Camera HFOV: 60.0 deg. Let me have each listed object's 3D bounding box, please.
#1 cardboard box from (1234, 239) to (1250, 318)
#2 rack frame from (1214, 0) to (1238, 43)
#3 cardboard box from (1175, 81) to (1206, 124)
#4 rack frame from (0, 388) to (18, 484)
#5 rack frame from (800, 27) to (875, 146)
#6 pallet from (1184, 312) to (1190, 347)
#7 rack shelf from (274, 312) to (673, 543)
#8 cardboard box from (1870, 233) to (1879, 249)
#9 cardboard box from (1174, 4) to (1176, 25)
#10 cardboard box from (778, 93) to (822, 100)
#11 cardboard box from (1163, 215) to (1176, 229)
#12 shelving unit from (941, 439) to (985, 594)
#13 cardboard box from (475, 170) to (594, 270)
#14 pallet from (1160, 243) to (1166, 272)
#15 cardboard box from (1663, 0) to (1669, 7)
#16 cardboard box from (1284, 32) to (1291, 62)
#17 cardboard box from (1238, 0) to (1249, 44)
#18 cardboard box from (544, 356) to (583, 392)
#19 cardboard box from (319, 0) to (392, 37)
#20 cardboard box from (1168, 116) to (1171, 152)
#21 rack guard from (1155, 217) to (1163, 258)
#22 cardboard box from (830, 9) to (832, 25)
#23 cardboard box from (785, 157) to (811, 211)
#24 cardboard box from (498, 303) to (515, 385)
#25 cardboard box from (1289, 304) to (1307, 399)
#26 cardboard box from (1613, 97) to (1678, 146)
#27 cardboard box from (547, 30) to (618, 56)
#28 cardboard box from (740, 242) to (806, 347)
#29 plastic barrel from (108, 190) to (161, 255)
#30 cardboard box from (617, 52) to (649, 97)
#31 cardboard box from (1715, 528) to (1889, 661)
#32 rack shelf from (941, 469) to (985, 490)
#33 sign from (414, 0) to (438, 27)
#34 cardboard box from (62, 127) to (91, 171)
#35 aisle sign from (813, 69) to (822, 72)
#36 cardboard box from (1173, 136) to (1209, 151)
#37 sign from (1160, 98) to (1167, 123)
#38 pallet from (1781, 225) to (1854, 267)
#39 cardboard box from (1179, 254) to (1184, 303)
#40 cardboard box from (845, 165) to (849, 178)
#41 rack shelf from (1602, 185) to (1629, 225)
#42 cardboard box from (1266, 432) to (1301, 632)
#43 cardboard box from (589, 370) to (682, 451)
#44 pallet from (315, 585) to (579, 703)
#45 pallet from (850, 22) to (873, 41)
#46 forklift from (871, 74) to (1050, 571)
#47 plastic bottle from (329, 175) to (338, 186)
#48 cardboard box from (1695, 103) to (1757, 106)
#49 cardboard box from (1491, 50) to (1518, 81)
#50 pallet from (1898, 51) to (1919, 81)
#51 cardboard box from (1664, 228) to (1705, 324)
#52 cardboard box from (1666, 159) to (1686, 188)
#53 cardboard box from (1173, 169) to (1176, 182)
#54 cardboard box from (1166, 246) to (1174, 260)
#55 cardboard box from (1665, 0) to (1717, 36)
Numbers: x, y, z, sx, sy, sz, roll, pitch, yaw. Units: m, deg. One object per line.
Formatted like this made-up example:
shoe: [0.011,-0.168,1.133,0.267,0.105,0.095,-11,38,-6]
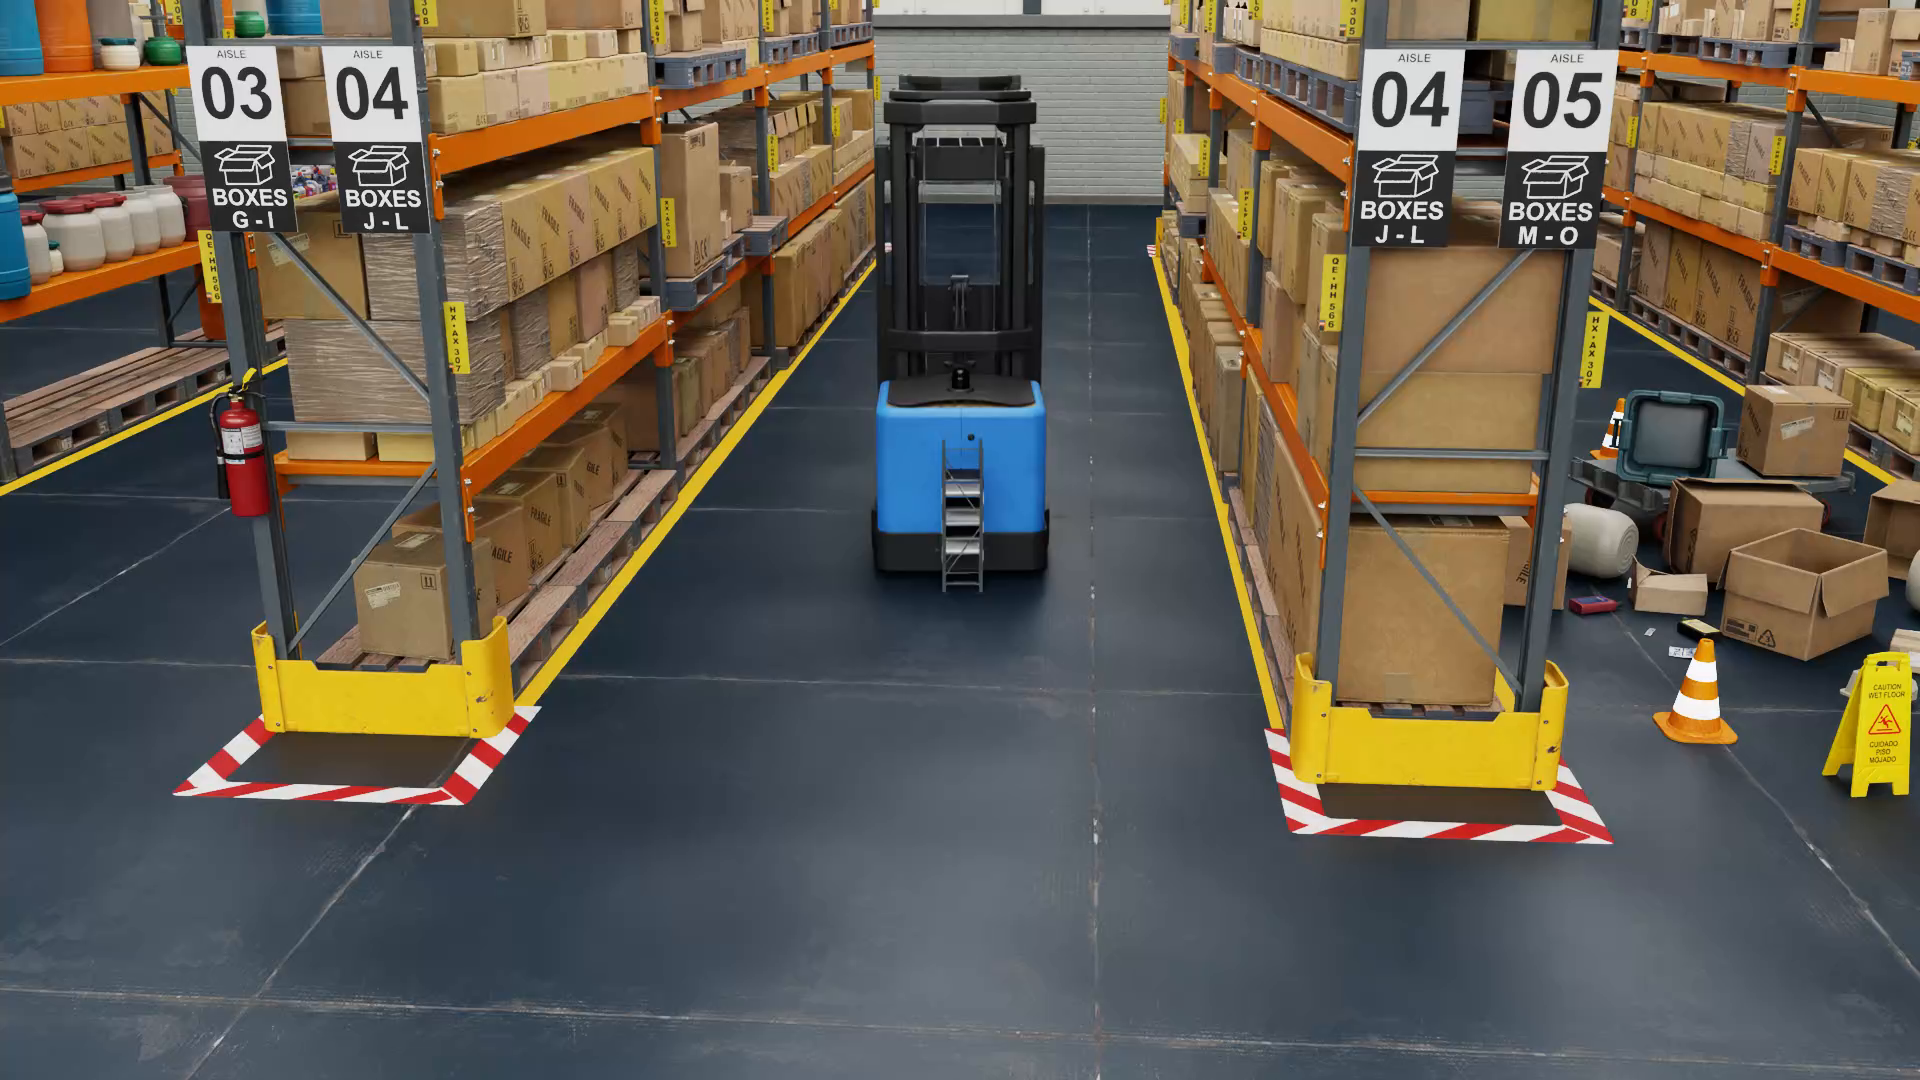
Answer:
cardboard box: [2.185,-1.828,11.523,0.500,0.500,0.500,1,18,4]
rack frame: [2.701,-5.705,13.883,1.000,3.000,0.127,1,18,4]
cardboard box: [2.783,-5.074,19.346,0.500,0.500,0.500,1,18,2]
rack frame: [-7.466,-1.865,11.797,1.000,3.000,0.127,1,18,4]
rack frame: [-1.666,-5.481,22.834,1.000,3.000,0.127,1,18,4]
pallet: [2.848,-2.150,17.145,1.003,0.211,1.213,1,18,4]
rack shelf: [-2.670,-0.791,9.676,1.077,0.370,4.000,1,18,4]
cardboard box: [7.356,-2.338,12.969,0.380,0.149,0.250,2,18,6]
cardboard box: [2.899,-6.482,20.507,0.500,0.250,0.500,1,18,5]
cardboard box: [-2.037,-5.448,21.292,0.500,0.500,0.500,1,18,2]
cardboard box: [2.852,-4.148,21.713,0.380,0.149,0.250,1,18,4]
shelving unit: [0.015,-0.138,9.899,0.258,0.900,0.210,0,18,-1]
cardboard box: [-2.395,-1.807,9.375,0.500,0.500,0.500,1,18,4]
pallet: [3.175,-3.739,21.995,1.003,0.211,1.213,1,18,4]
cardboard box: [7.996,-6.159,19.084,0.797,0.503,0.637,3,18,8]
cardboard box: [1.959,-2.664,8.988,0.380,0.149,0.250,1,18,4]
cardboard box: [2.320,-3.792,12.168,0.500,0.311,0.500,1,18,2]
cardboard box: [-2.350,-0.940,9.377,0.380,0.149,0.250,1,18,4]
cardboard box: [-2.954,-2.851,8.548,0.500,0.500,0.500,1,18,4]
cardboard box: [2.953,-5.228,21.422,0.500,0.500,0.500,1,18,4]
rack guard: [3.269,-4.128,22.717,1.175,0.500,0.348,1,18,4]
cardboard box: [-1.913,-6.370,19.734,0.700,0.500,0.500,2,18,7]
cardboard box: [-1.827,-3.664,17.126,0.500,0.500,0.500,1,18,4]
cardboard box: [-2.830,-1.029,8.608,0.875,0.500,0.500,1,18,4]
cardboard box: [2.288,-1.065,9.116,0.875,0.550,0.500,1,18,4]
cardboard box: [7.690,-4.693,18.662,0.500,0.500,0.500,1,18,3]
cardboard box: [-2.303,-3.030,10.136,0.380,0.149,0.250,0,18,1]
cardboard box: [-2.169,-2.400,16.169,1.225,0.875,0.875,0,18,1]
plastic barrel: [-7.071,-2.705,14.182,0.421,0.512,0.421,0,18,0]
cardboard box: [-2.298,-2.961,10.566,0.500,0.250,0.500,2,18,6]
cardboard box: [4.672,0.293,9.219,0.797,0.503,0.637,-13,22,-34]
rack shelf: [0.015,-0.363,9.826,0.258,0.077,0.200,0,18,-1]
sign: [-2.272,-2.341,7.028,0.100,0.325,0.005,1,18,4]
cardboard box: [-11.453,-4.975,21.129,0.500,0.500,0.500,1,18,4]
aisle sign: [-1.960,-6.746,22.518,0.394,0.787,0.004,1,18,4]
cardboard box: [2.486,-4.261,17.883,0.380,0.149,0.250,2,18,5]
sign: [2.733,-5.763,22.302,0.100,0.325,0.005,1,18,4]
pallet: [7.700,-2.461,13.923,1.213,0.211,1.003,1,18,4]
cardboard box: [2.670,-2.885,18.250,0.500,0.500,0.500,2,18,6]
cardboard box: [-1.545,-4.449,20.087,0.380,0.149,0.250,1,18,2]
rack shelf: [8.075,-4.297,20.375,1.077,0.370,4.000,1,18,4]
cardboard box: [2.171,-0.045,8.982,0.875,0.875,0.875,1,18,3]
cardboard box: [-2.461,-0.966,12.361,0.700,0.500,0.500,0,18,0]
pallet: [-2.714,0.538,8.942,1.003,0.211,1.213,1,18,4]
pallet: [-1.709,-6.634,21.677,1.003,0.211,1.213,1,18,4]
forklift: [-0.006,-1.610,11.128,1.130,2.935,3.031,0,18,-1]
plastic bottle: [-6.687,-3.777,17.832,0.152,0.276,0.135,1,18,4]
cardboard box: [8.150,-4.396,17.755,0.500,0.500,0.500,2,18,6]
cardboard box: [2.471,-2.022,7.029,0.380,0.149,0.250,1,18,4]
pallet: [7.580,-3.381,11.908,1.213,0.211,1.003,1,18,4]
cardboard box: [7.910,-2.733,17.183,0.875,0.875,0.875,2,18,6]
cardboard box: [7.547,-3.735,16.942,0.500,0.250,0.500,2,18,5]
cardboard box: [2.445,-3.823,17.503,0.380,0.149,0.250,1,18,4]
cardboard box: [2.814,-3.634,21.101,0.380,0.149,0.250,0,18,1]
cardboard box: [7.579,-5.423,17.004,0.500,0.500,0.500,1,18,3]
